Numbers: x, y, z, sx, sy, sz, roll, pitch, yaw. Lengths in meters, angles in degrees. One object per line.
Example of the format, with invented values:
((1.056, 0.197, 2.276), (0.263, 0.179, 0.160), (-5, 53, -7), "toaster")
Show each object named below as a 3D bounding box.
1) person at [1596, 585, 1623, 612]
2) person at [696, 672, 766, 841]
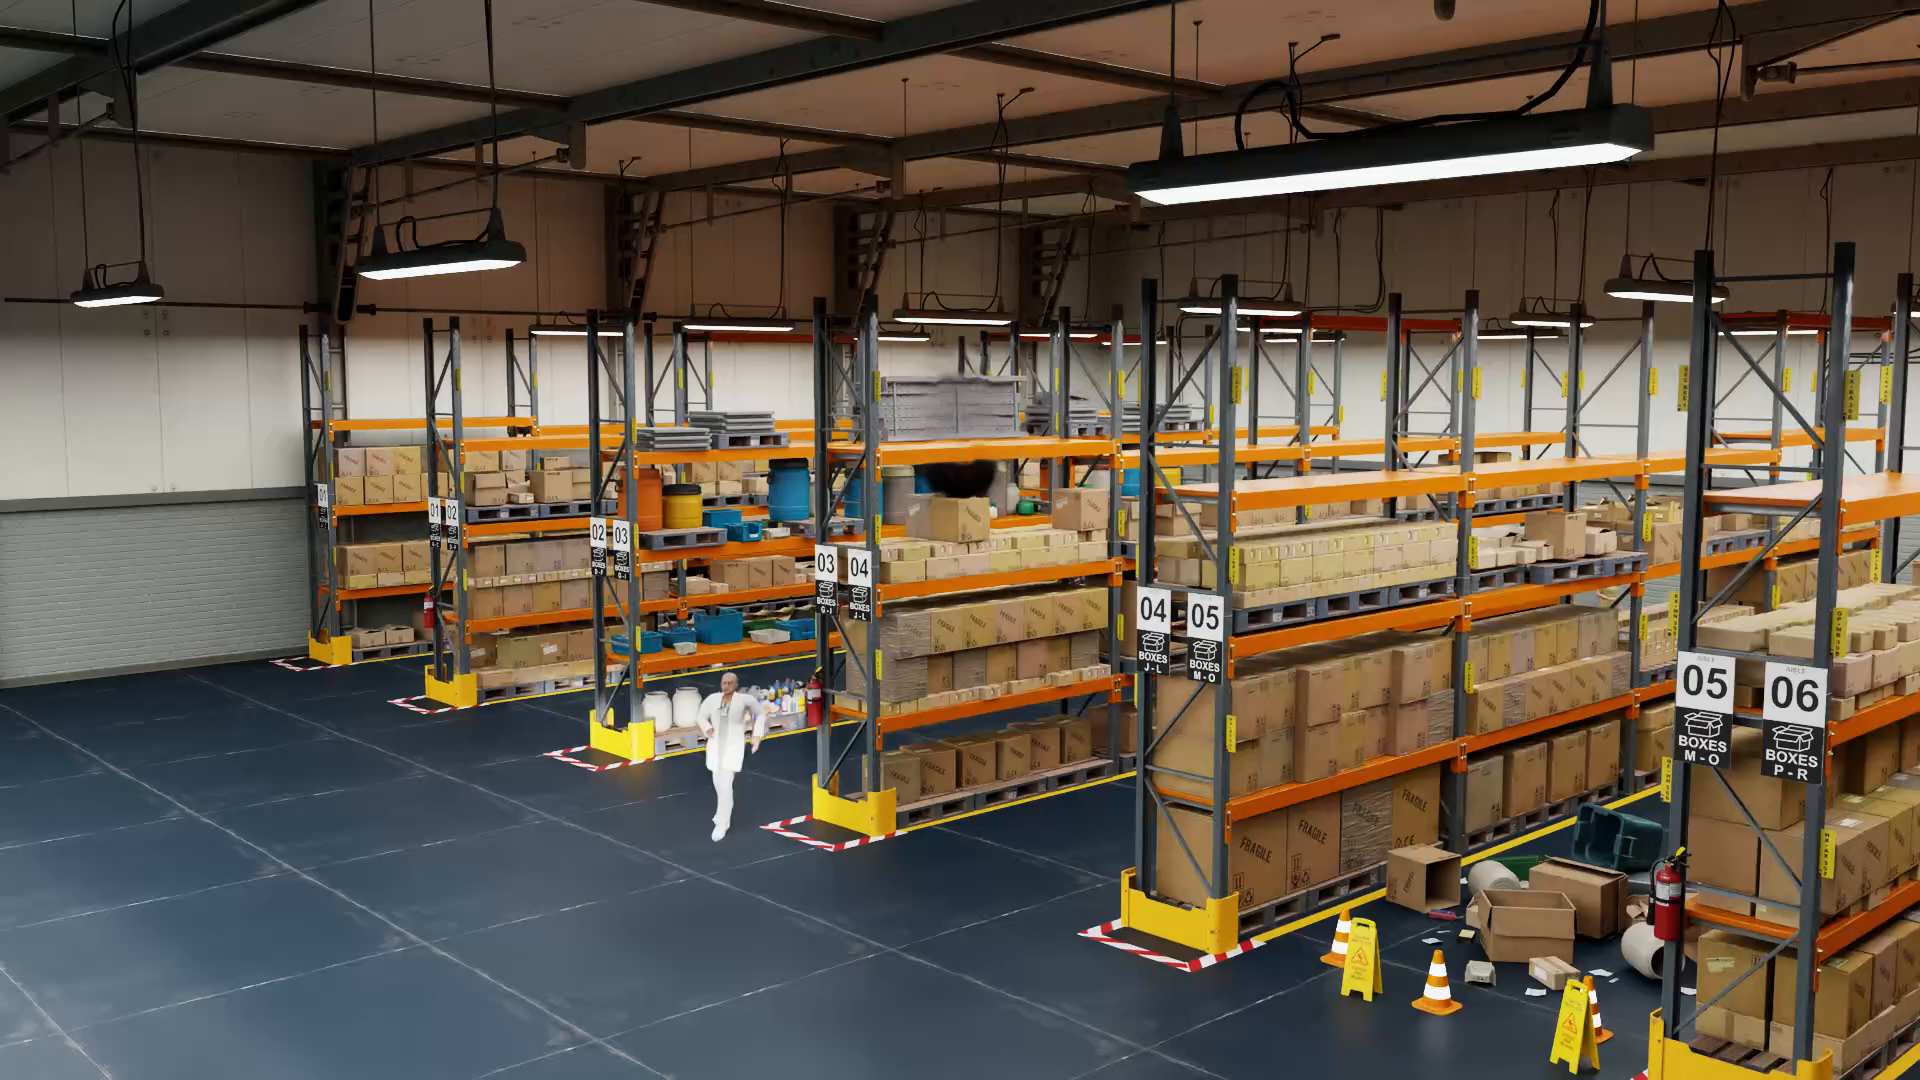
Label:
((11.860, 1.275, 30.390), (0.579, 1.698, 0.829), (-2, 6, -18), "person")
((-2.598, 2.385, 18.738), (0.746, 1.827, 0.921), (1, 6, 13), "person")
